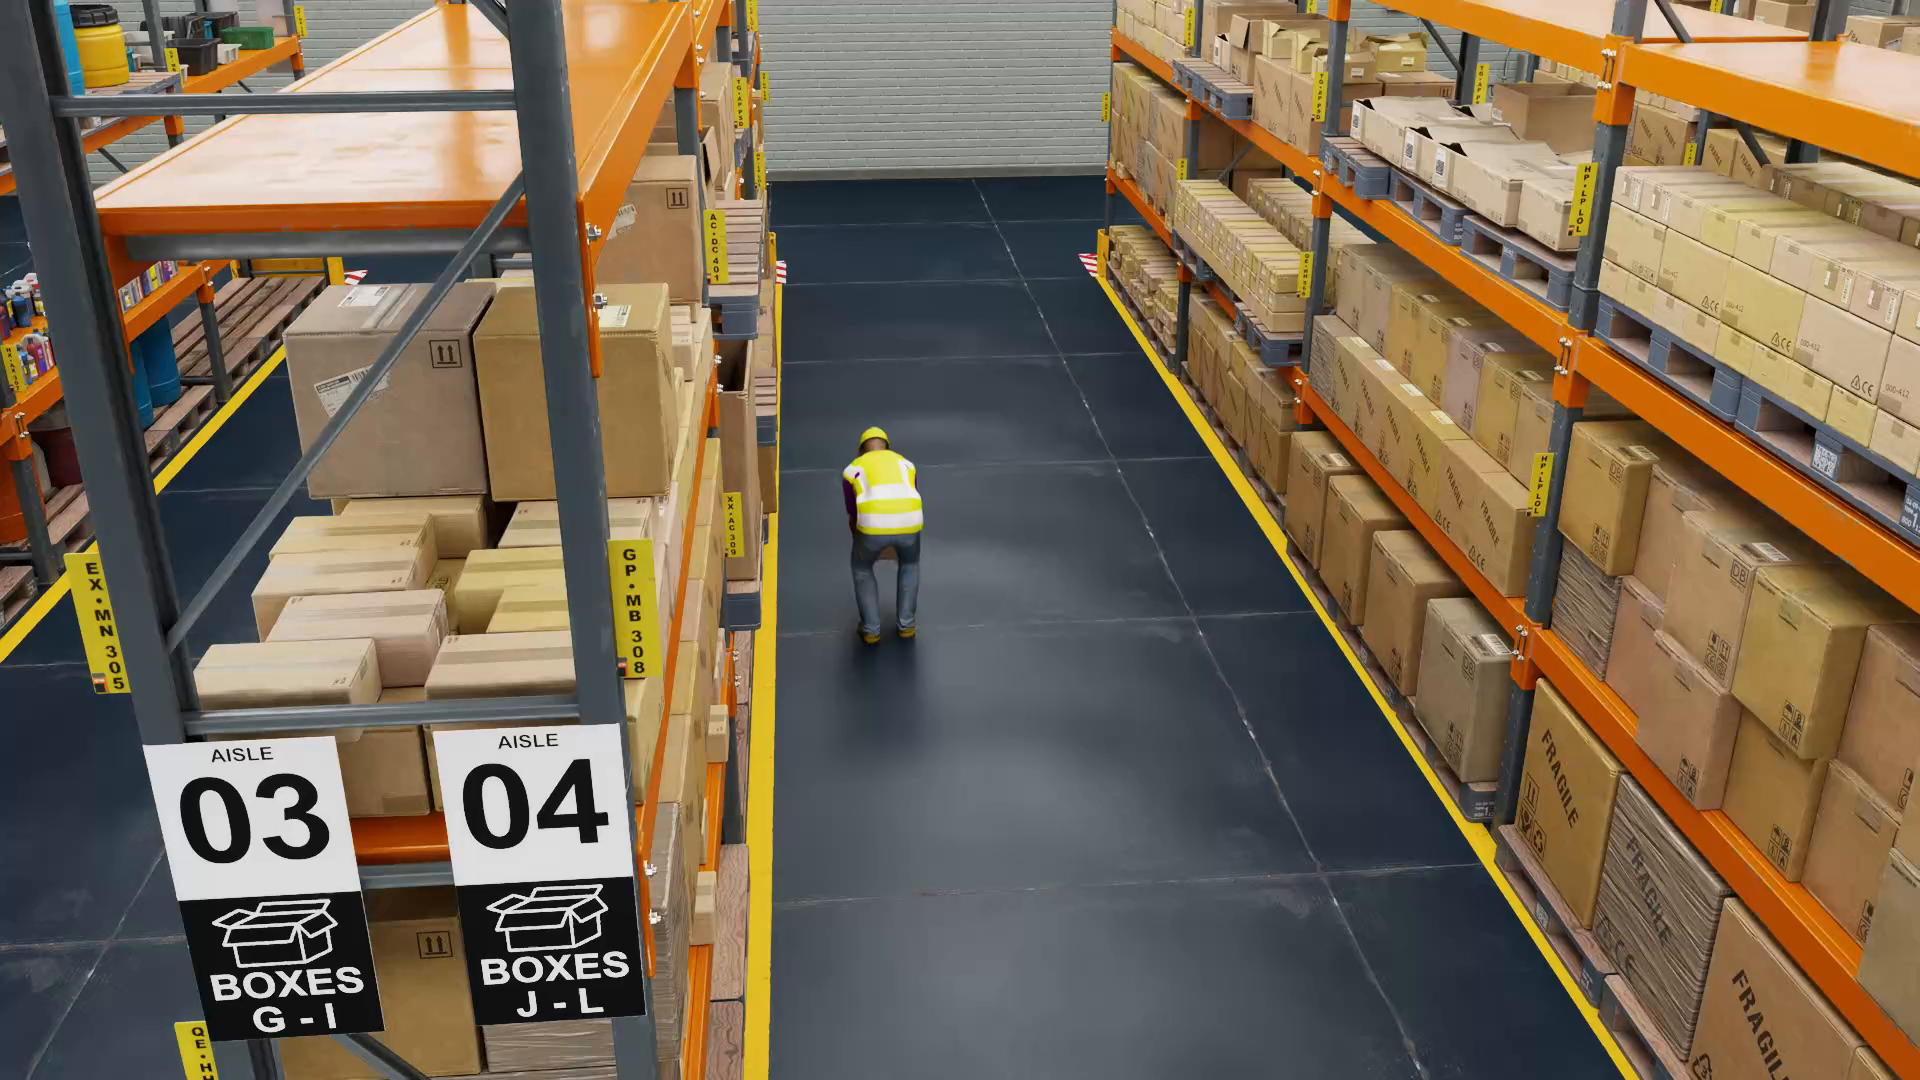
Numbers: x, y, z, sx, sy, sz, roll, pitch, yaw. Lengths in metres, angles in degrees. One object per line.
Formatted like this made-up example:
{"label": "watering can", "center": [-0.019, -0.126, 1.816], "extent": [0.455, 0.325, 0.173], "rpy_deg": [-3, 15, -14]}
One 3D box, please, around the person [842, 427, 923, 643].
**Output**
{"label": "person", "center": [-0.514, -0.032, 11.002], "extent": [0.496, 1.256, 0.940], "rpy_deg": [-4, 24, -9]}
